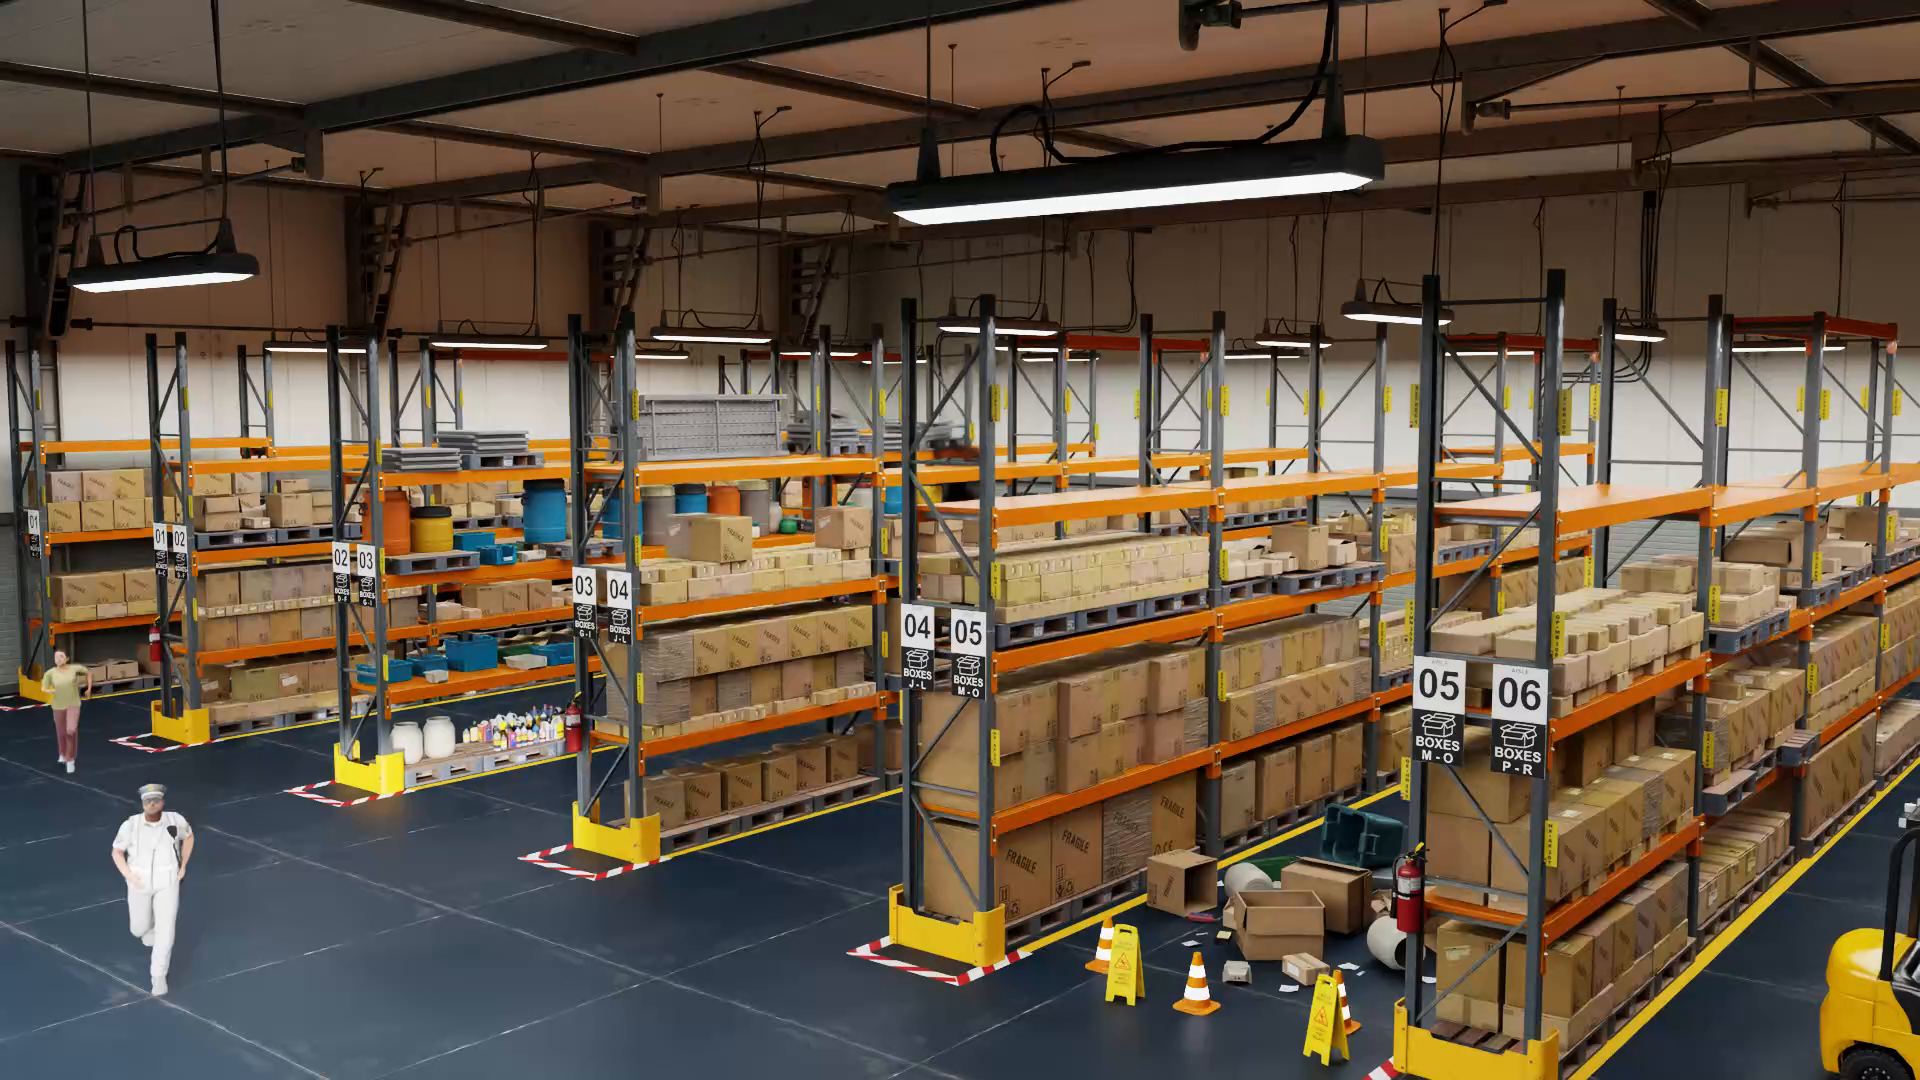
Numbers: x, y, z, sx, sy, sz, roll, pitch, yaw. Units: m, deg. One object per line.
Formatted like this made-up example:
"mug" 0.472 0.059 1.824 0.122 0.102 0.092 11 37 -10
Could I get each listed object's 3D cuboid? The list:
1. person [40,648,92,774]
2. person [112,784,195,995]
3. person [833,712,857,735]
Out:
"person" -12.158 2.300 22.649 0.585 1.696 0.852 -2 5 -19
"person" -7.089 3.004 14.616 0.632 1.780 1.024 -2 5 -20
"person" -1.751 2.141 24.440 0.503 1.630 0.694 2 6 24
